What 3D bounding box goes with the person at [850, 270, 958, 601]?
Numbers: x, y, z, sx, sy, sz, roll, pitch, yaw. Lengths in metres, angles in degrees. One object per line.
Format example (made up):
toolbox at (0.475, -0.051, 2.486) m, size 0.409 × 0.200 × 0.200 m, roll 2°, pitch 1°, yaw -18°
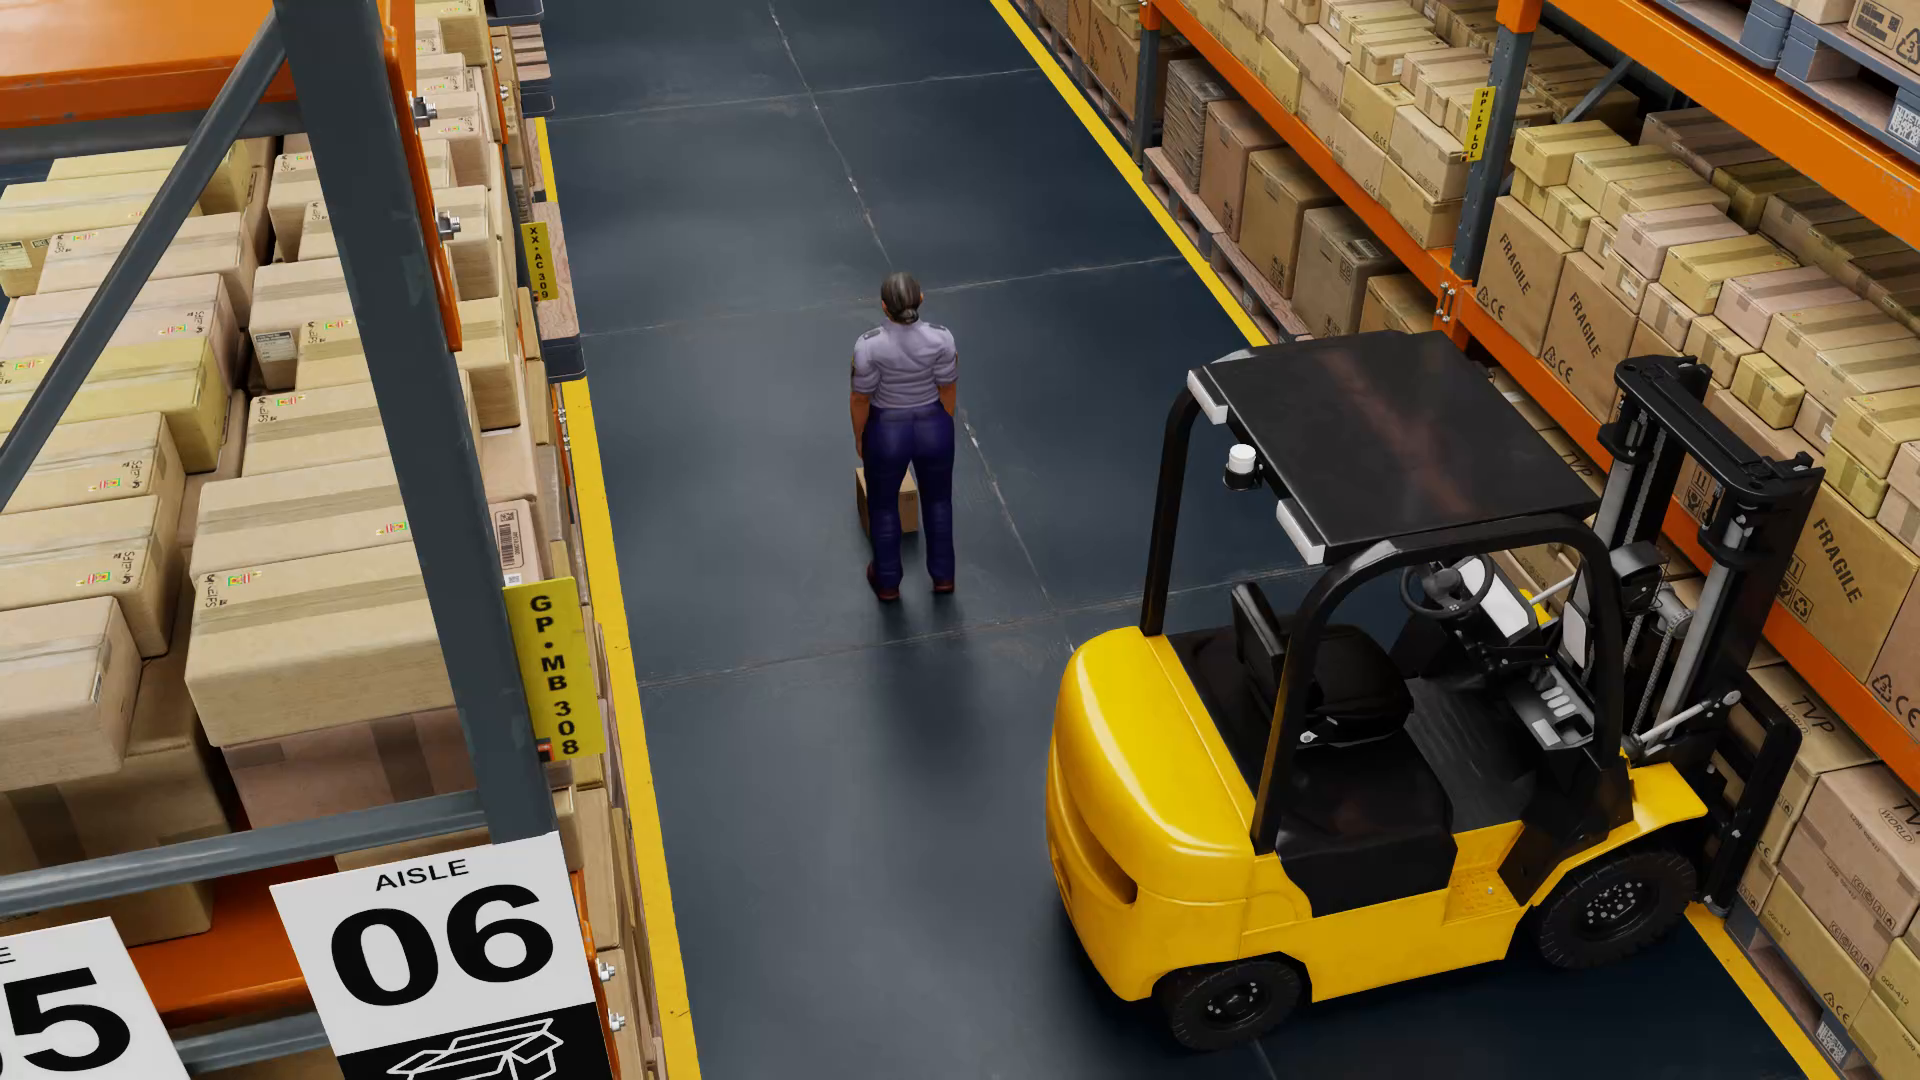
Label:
person at (-0.250, -0.448, 7.315) m, size 0.468 × 1.670 × 0.343 m, roll -9°, pitch 39°, yaw -11°
